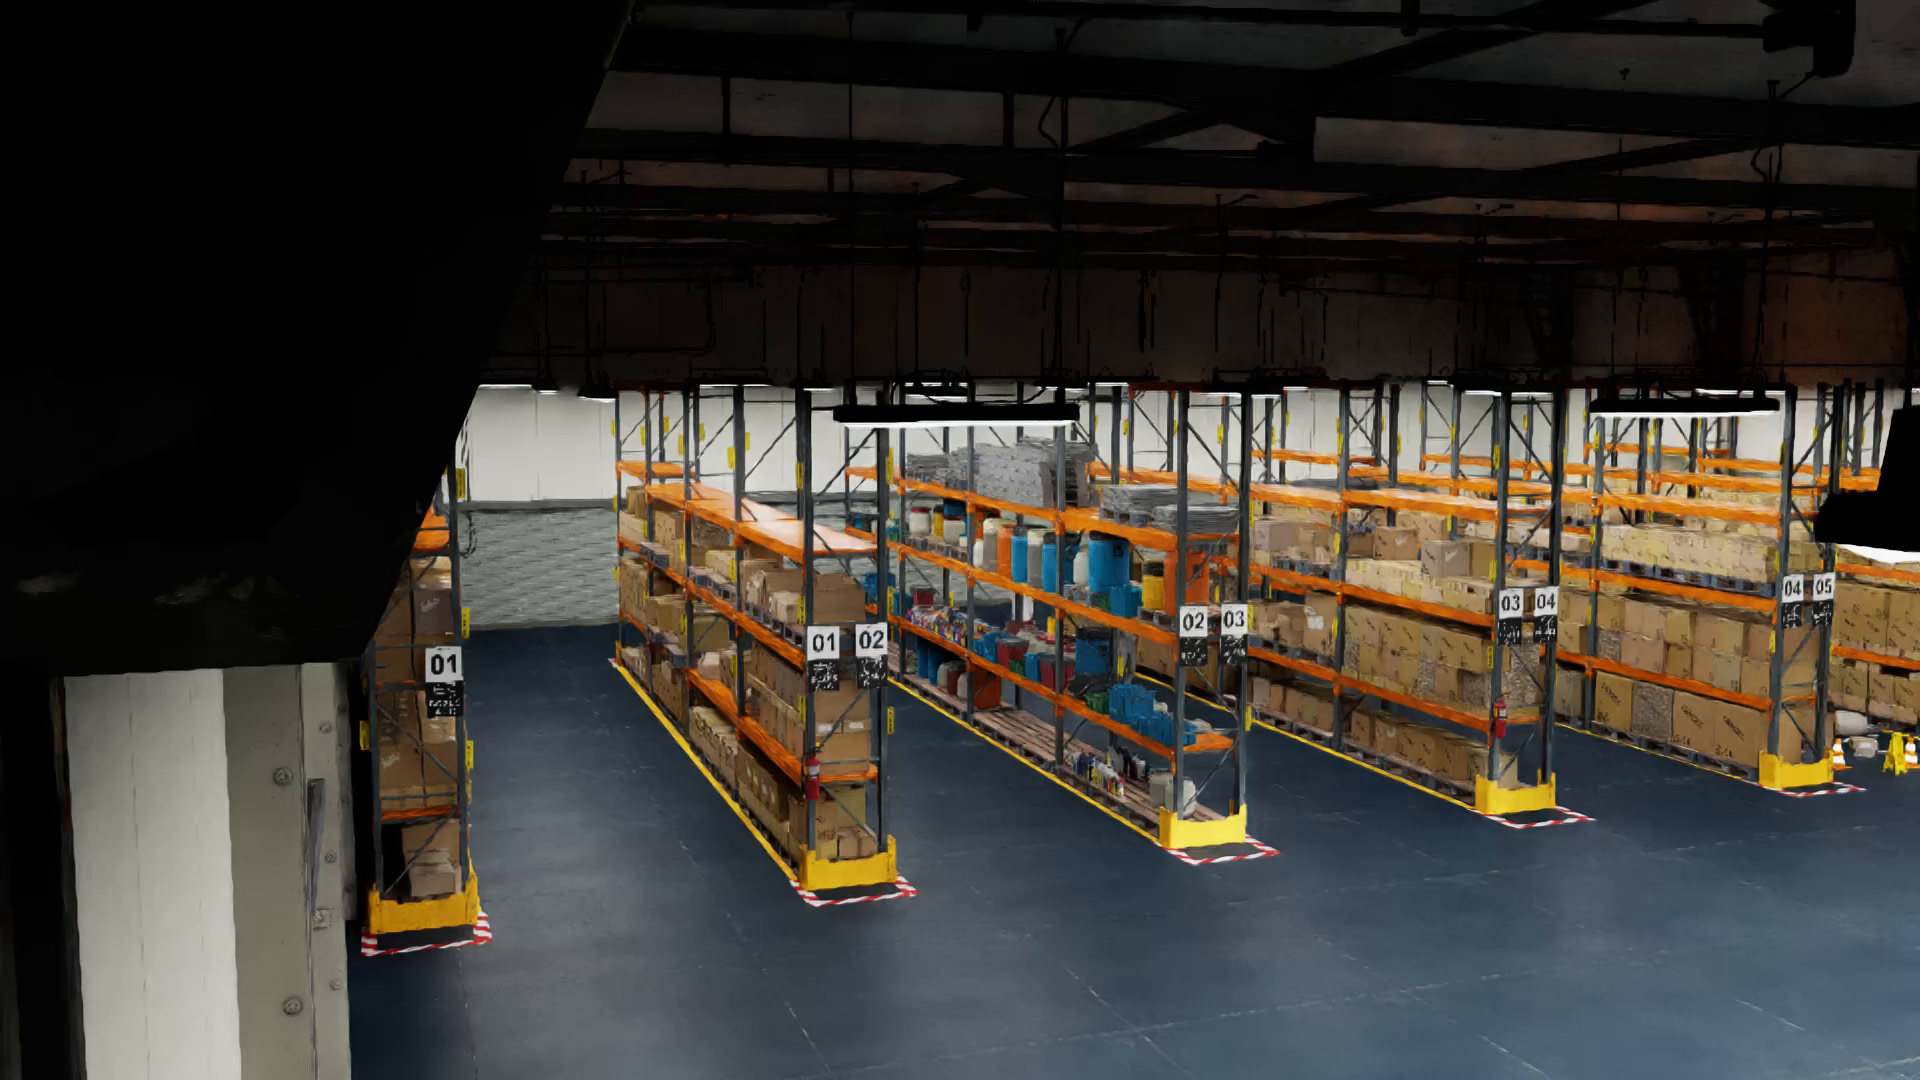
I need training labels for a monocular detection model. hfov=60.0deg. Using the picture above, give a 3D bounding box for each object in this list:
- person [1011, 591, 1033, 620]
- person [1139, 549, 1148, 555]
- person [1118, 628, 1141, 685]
[{"bbox_3d":[1.406,1.553,36.668,0.518,1.787,0.652,-6,8,-42],"label":"person"},{"bbox_3d":[4.690,0.999,42.813,0.495,1.587,1.086,-2,6,-17],"label":"person"},{"bbox_3d":[3.217,2.133,32.194,0.580,1.618,0.507,-2,6,-21],"label":"person"}]
